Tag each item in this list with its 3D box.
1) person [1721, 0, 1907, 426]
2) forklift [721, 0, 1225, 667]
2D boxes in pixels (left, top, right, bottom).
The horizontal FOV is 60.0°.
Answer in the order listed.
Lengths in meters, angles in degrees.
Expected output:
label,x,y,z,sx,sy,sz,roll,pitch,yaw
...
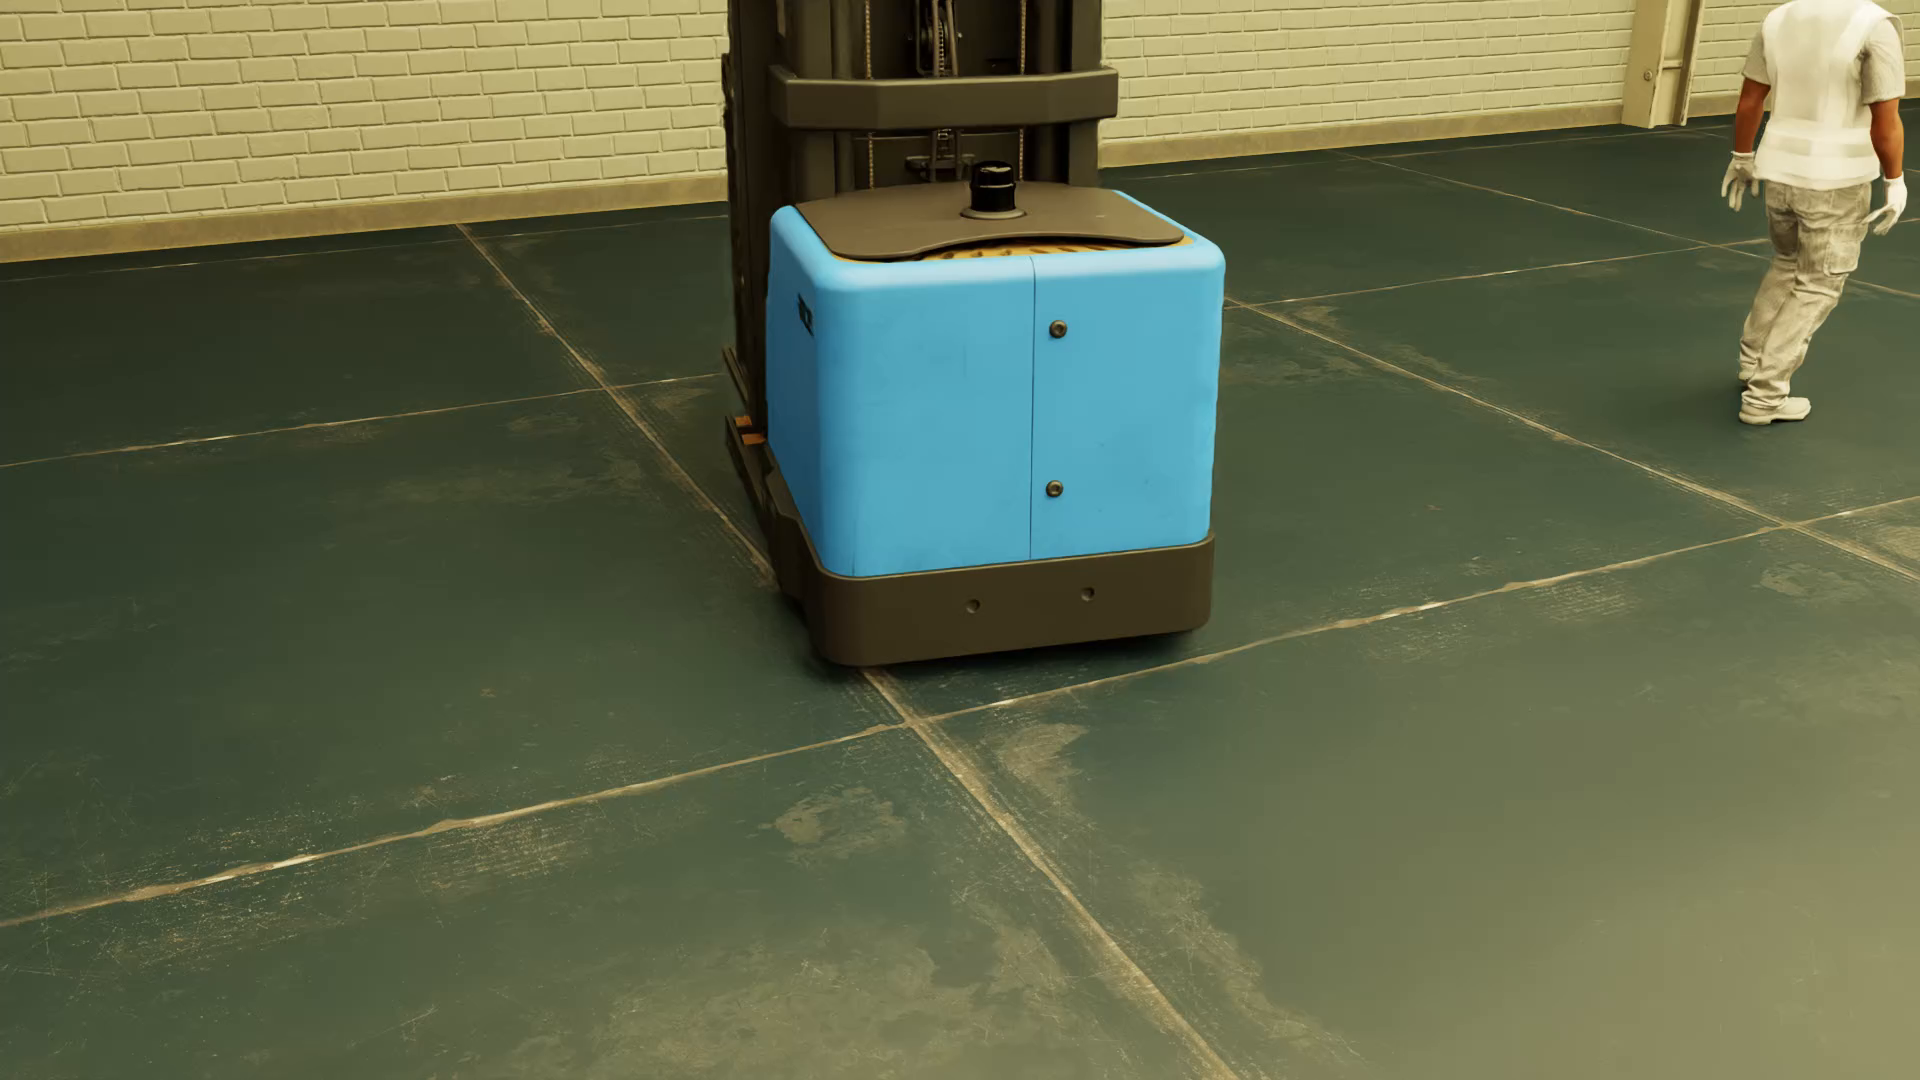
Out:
label,x,y,z,sx,sy,sz,roll,pitch,yaw
person,3.111,-1.286,5.986,0.530,1.823,0.655,-8,24,-19
forklift,-0.189,-1.573,5.073,1.130,2.935,3.031,-5,23,-13
